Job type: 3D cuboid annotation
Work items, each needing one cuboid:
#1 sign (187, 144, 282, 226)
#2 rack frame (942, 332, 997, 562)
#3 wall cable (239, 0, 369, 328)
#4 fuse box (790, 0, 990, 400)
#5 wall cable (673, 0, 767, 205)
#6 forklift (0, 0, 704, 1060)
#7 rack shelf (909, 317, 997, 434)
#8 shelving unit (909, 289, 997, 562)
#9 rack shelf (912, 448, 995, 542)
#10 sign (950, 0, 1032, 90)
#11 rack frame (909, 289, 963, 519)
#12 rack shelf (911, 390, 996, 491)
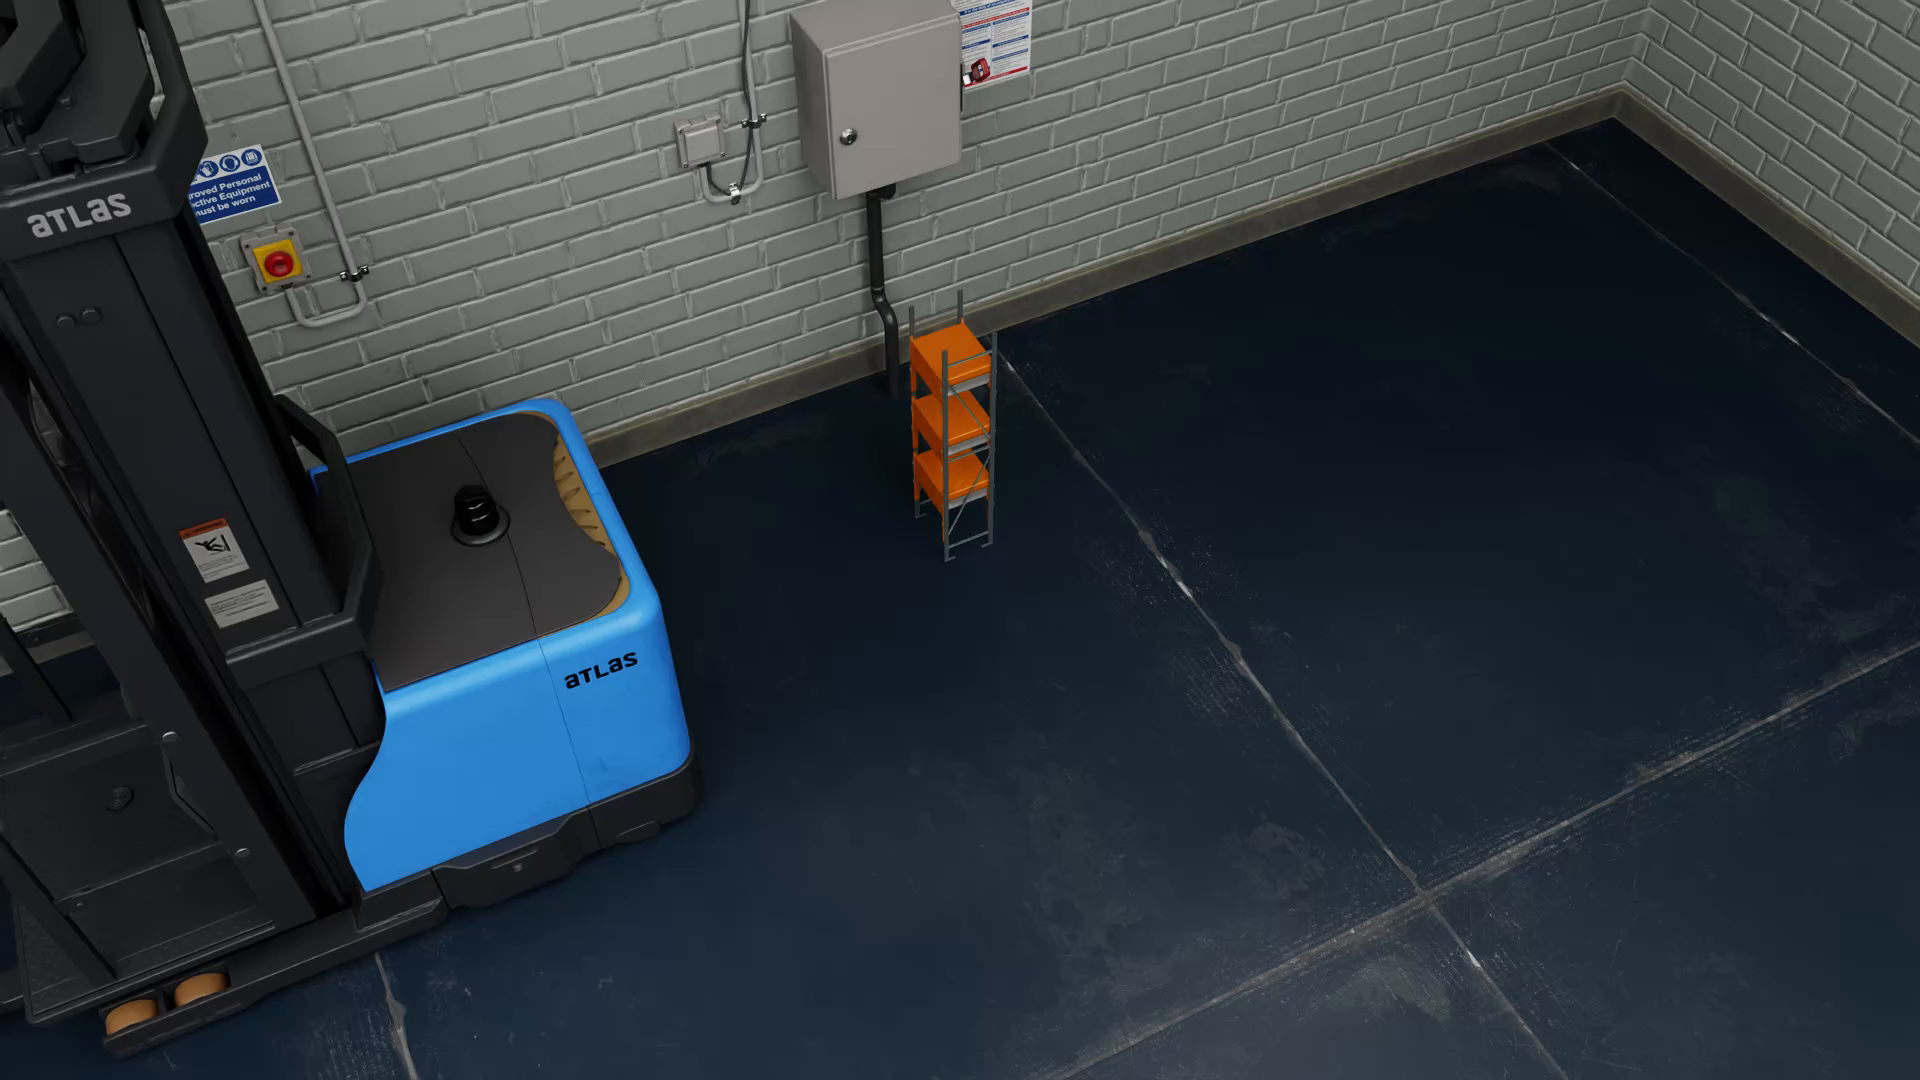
[{"bbox_3d":[-2.237,-1.056,5.002,0.327,0.218,0.001,-21,52,-18],"label":"sign"},{"bbox_3d":[0.031,-0.300,5.815,0.200,1.050,0.008,-21,52,-18],"label":"rack frame"},{"bbox_3d":[-2.166,-1.288,4.688,0.585,1.953,0.123,-21,52,-18],"label":"wall cable"},{"bbox_3d":[-0.232,-1.145,6.114,0.539,1.711,0.414,-21,52,-18],"label":"fuse box"},{"bbox_3d":[-0.911,-1.774,5.134,0.588,1.984,0.122,-21,52,-18],"label":"wall cable"},{"bbox_3d":[-2.392,0.089,4.225,3.031,2.935,1.130,-20,52,-17],"label":"forklift"},{"bbox_3d":[-0.024,-0.561,5.681,0.215,0.259,0.240,-21,52,-18],"label":"rack shelf"},{"bbox_3d":[-0.024,-0.381,5.886,0.215,1.050,0.252,-21,52,-18],"label":"shelving unit"},{"bbox_3d":[-0.024,-0.192,6.103,0.215,0.259,0.240,-21,52,-18],"label":"rack shelf"},{"bbox_3d":[0.113,-1.846,5.935,0.329,0.494,0.001,-21,52,-18],"label":"sign"},{"bbox_3d":[-0.080,-0.463,5.958,0.200,1.050,0.008,-21,52,-18],"label":"rack frame"},{"bbox_3d":[-0.024,-0.374,5.894,0.215,0.259,0.240,-21,52,-18],"label":"rack shelf"}]
